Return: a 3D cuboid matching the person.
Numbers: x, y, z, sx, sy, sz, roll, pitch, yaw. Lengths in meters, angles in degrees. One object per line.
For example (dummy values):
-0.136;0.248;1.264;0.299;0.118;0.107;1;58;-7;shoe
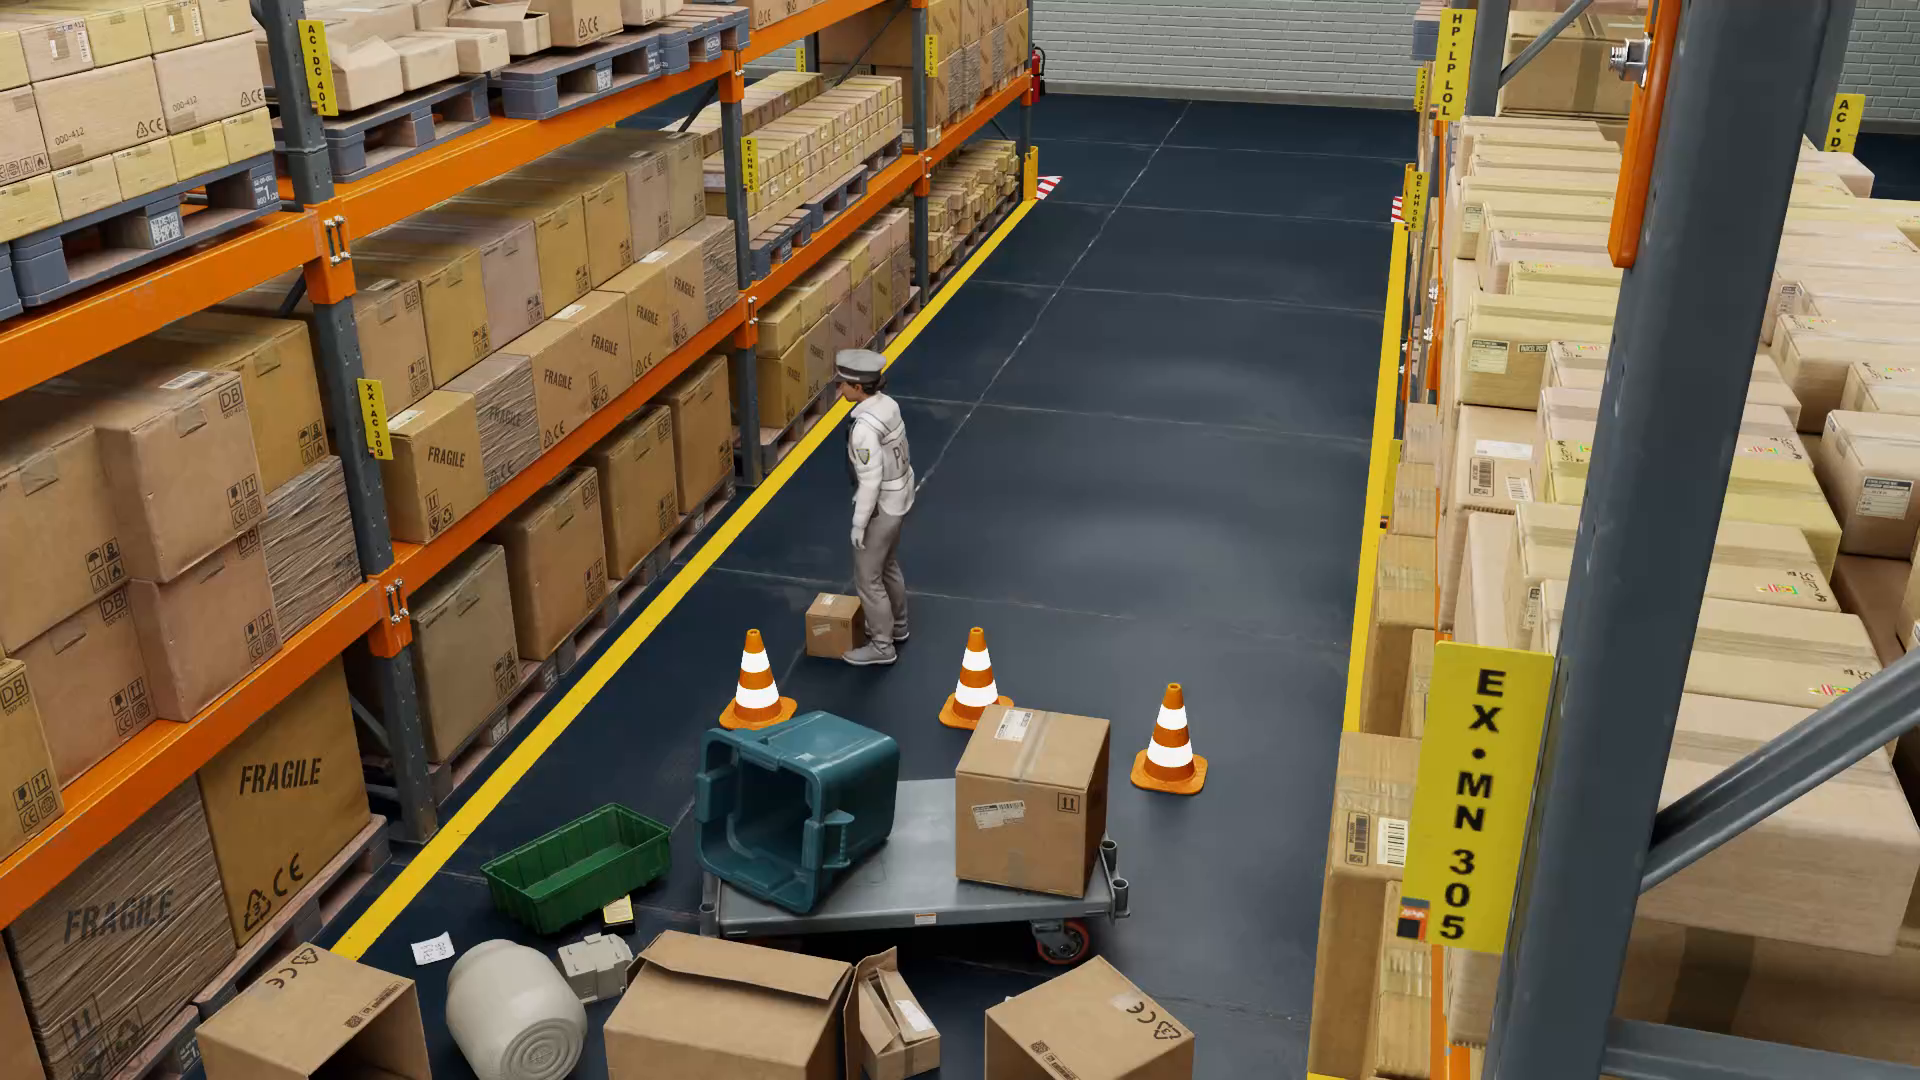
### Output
-0.428;-0.157;8.435;0.377;1.663;0.538;6;26;12;person
